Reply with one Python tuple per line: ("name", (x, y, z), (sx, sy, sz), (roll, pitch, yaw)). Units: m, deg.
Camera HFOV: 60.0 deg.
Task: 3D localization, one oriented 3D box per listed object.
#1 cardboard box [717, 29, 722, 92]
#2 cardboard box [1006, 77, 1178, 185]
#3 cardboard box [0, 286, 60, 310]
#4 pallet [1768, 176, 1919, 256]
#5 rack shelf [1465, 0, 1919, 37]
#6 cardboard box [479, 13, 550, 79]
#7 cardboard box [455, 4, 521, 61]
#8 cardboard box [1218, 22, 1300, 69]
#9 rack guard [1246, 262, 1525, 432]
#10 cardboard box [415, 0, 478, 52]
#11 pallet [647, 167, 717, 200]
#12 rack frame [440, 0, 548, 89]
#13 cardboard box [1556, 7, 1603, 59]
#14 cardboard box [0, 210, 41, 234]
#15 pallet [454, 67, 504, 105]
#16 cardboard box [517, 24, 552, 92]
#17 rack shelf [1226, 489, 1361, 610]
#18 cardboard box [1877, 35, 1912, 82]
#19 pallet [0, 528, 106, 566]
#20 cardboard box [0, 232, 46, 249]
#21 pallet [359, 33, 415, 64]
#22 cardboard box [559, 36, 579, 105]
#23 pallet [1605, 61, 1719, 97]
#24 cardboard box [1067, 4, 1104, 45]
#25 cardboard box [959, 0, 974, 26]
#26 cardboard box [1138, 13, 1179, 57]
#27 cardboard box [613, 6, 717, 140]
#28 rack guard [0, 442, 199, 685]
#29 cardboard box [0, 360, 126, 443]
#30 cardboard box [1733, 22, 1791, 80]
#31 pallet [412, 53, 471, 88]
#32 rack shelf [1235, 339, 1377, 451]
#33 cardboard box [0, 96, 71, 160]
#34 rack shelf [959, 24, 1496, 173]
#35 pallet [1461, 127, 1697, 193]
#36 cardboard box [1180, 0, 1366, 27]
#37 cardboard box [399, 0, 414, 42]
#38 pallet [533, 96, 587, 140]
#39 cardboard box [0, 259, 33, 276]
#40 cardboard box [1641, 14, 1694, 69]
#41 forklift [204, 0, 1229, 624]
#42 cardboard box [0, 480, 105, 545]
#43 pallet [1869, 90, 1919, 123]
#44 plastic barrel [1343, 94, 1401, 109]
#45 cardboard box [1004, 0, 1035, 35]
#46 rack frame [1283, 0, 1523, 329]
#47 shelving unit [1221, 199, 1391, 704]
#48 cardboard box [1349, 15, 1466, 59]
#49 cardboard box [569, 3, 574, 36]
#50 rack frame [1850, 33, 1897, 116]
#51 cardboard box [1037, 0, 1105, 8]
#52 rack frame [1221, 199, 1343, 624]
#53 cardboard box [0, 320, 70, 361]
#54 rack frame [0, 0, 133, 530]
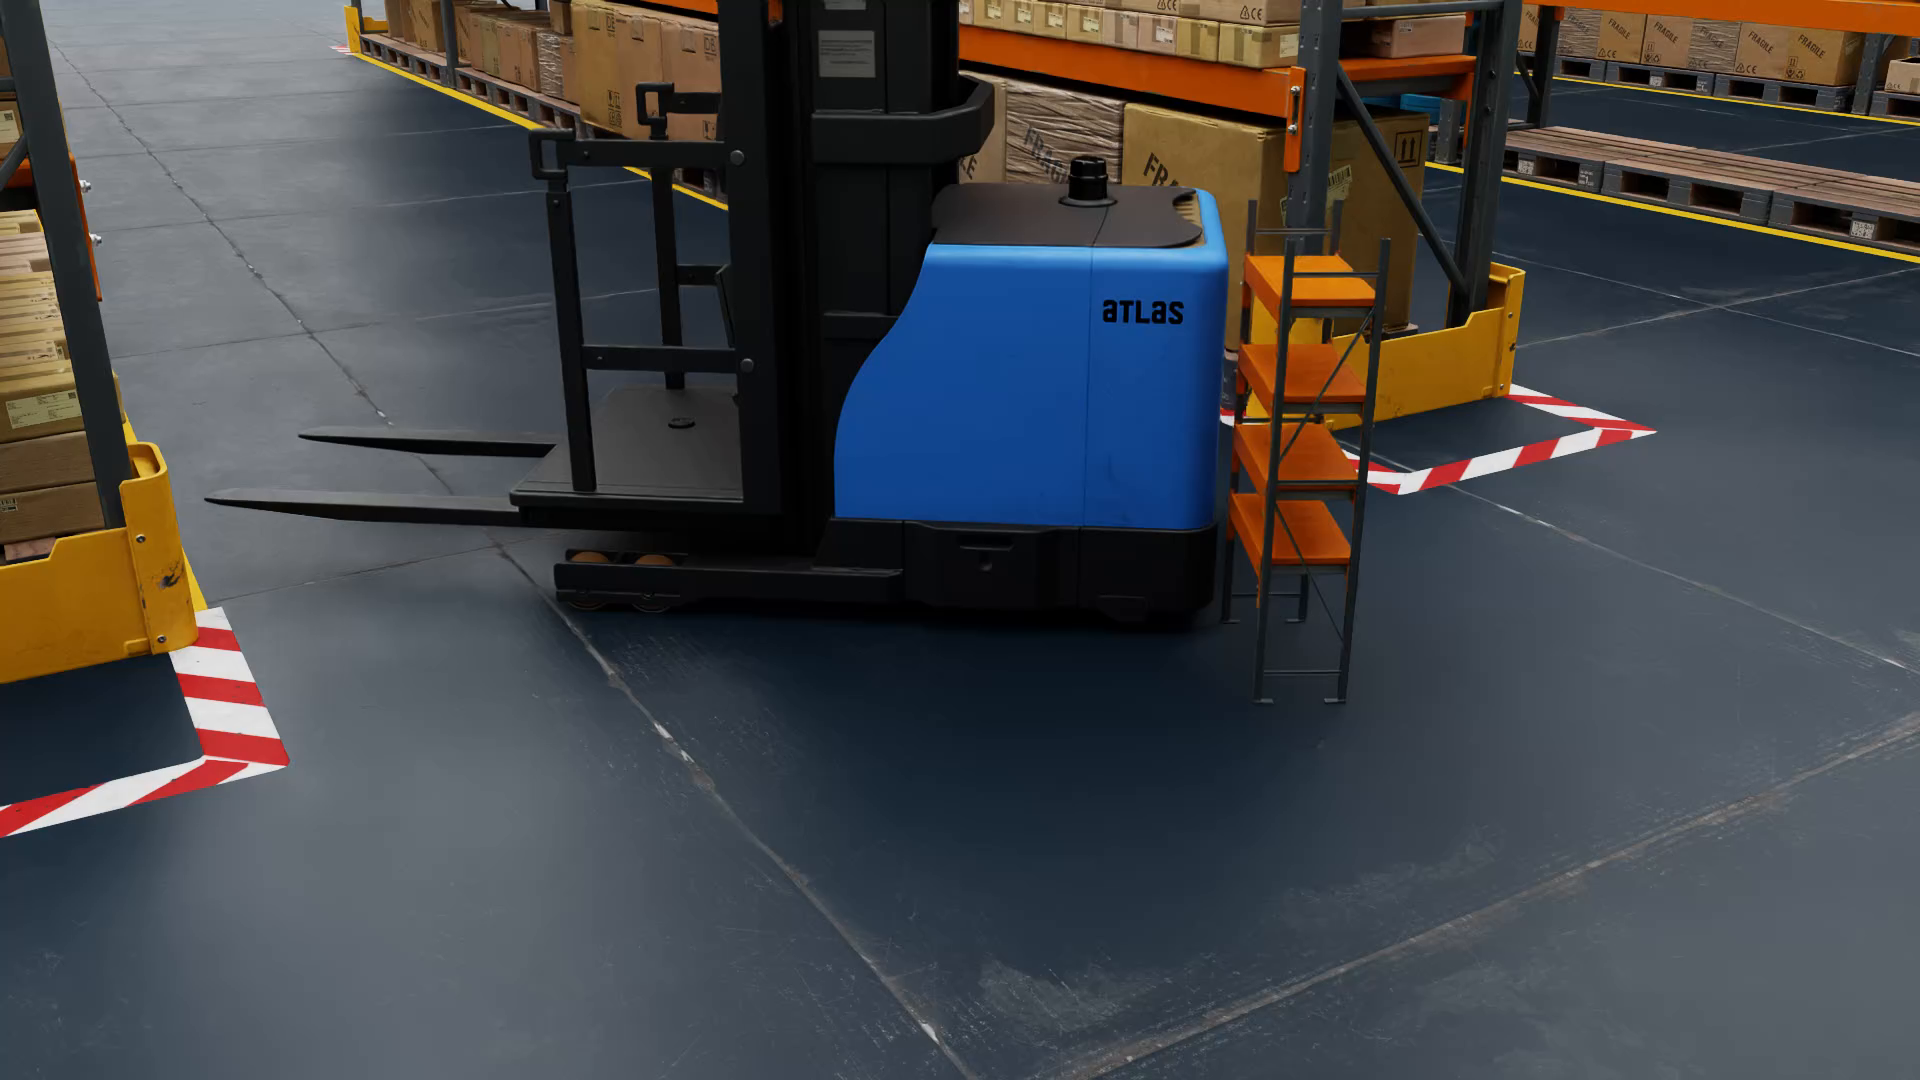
("cardboard box", (-0.719, -2.648, 10.105), (1.225, 0.875, 0.875), (-13, 25, -28))
("cardboard box", (0.808, -1.636, 7.616), (0.875, 0.875, 0.875), (-13, 25, -28))
("cardboard box", (-3.217, -0.730, 5.563), (0.380, 0.149, 0.250), (-12, 25, -26))
("pallet", (5.538, -1.874, 9.643), (1.003, 0.211, 1.213), (-13, 25, -28))
("rack shelf", (4.905, -3.206, 10.171), (1.077, 0.370, 4.000), (-13, 25, -28))
("cardboard box", (-3.939, -4.509, 15.155), (0.700, 0.500, 0.500), (-13, 25, -29))
("cardboard box", (-4.632, -4.997, 16.385), (0.500, 0.500, 0.500), (-13, 26, -30))
("cardboard box", (1.203, -1.875, 6.274), (0.380, 0.149, 0.250), (-12, 25, -27))
("rack guard", (1.680, -0.773, 6.550), (1.175, 0.500, 0.348), (-13, 25, -28))
("cardboard box", (-5.315, -5.367, 17.294), (0.500, 0.500, 0.500), (-15, 27, -33))
("pallet", (-1.461, -2.573, 11.361), (1.003, 0.211, 1.213), (-13, 25, -28))
("rack frame", (-4.462, -5.824, 15.656), (1.000, 3.000, 0.127), (-13, 25, -28))
("cardboard box", (6.359, -5.108, 16.631), (0.500, 0.500, 0.500), (-14, 26, -30))
("cardboard box", (-3.987, -1.243, 6.823), (0.380, 0.149, 0.250), (-13, 25, -29))
("pallet", (-4.063, -4.280, 15.561), (1.003, 0.211, 1.213), (-13, 25, -28))
("cardboard box", (-3.368, -4.147, 14.266), (0.700, 0.500, 0.500), (-10, 24, -24))
("rack shelf", (0.868, 0.016, 4.384), (0.258, 0.148, 0.480), (0, 22, -1))
("cardboard box", (8.106, -4.387, 14.857), (0.500, 0.500, 0.500), (-14, 26, -31))
("pallet", (-3.071, -0.020, 5.081), (1.003, 0.211, 1.213), (-13, 25, -28))
("cardboard box", (-3.704, -1.074, 6.408), (0.380, 0.149, 0.250), (-14, 26, -31))
("pallet", (-6.081, -5.532, 18.642), (1.003, 0.211, 1.213), (-13, 25, -28))
("cardboard box", (-2.778, -3.788, 13.382), (0.700, 0.500, 0.500), (-14, 26, -31))
("pallet", (7.068, -4.498, 16.097), (1.003, 0.211, 1.213), (-13, 25, -28))
("cardboard box", (0.680, -2.205, 7.086), (0.380, 0.149, 0.250), (-13, 26, -29))
("cardboard box", (0.153, -2.538, 7.906), (0.380, 0.149, 0.250), (-12, 25, -28))
("cardboard box", (0.941, -2.040, 6.681), (0.380, 0.149, 0.250), (-13, 25, -28))
("cardboard box", (-1.635, -3.222, 11.518), (1.225, 0.875, 0.875), (-13, 25, -28))
("rack guard", (-2.686, 0.116, 4.363), (1.175, 0.500, 0.348), (-13, 25, -28))
("cardboard box", (-2.623, -0.402, 4.756), (0.380, 0.149, 0.250), (-14, 26, -31))
("cardboard box", (7.399, -4.450, 15.012), (0.500, 0.500, 0.500), (-13, 25, -28))
("pallet", (-4.835, -4.742, 16.699), (1.003, 0.211, 1.213), (-13, 25, -28))
("rack shelf", (0.868, -0.375, 4.225), (0.258, 0.148, 0.480), (0, 22, -1))
("cardboard box", (-2.531, -1.069, 4.292), (0.380, 0.149, 0.250), (-13, 25, -29))
("rack shelf", (0.647, -2.253, 7.827), (1.077, 0.370, 4.000), (-13, 25, -28))
("pallet", (4.292, -2.664, 11.586), (1.003, 0.211, 1.213), (-13, 25, -28))
("cardboard box", (1.192, -2.113, 6.331), (0.500, 0.250, 0.500), (-13, 26, -29))
("cardboard box", (-5.865, -5.763, 18.268), (0.500, 0.500, 0.500), (-6, 23, -14))
("pallet", (-2.816, -3.490, 13.618), (1.003, 0.211, 1.213), (-13, 25, -28))
("cardboard box", (-3.523, -0.887, 5.949), (0.380, 0.149, 0.250), (-13, 25, -28))
("cardboard box", (6.882, -4.777, 15.816), (0.500, 0.500, 0.500), (-14, 26, -30))
("forklift", (-0.747, -1.341, 4.719), (3.031, 2.935, 1.130), (2, 22, 5))
("cardboard box", (-2.640, -0.123, 4.858), (0.380, 0.149, 0.250), (-12, 25, -27))
("pallet", (8.493, -3.624, 13.947), (1.003, 0.211, 1.213), (-13, 25, -28))
("plastic barrel", (3.258, -3.818, 12.949), (0.600, 0.901, 0.708), (-13, 25, -28))
("cardboard box", (0.423, -2.370, 7.491), (0.380, 0.149, 0.250), (-12, 25, -27))
("rack frame", (1.668, -1.939, 6.099), (1.000, 3.000, 0.127), (-13, 25, -28))
("shelving unit", (0.868, -0.230, 4.284), (0.258, 1.200, 0.503), (0, 22, -1))
("cardboard box", (1.771, -2.001, 6.585), (0.380, 0.149, 0.250), (-12, 25, -28))
("cardboard box", (-2.786, -4.133, 13.236), (0.500, 0.250, 0.500), (-11, 25, -26))
("rack frame", (8.143, -5.138, 13.969), (1.000, 3.000, 0.127), (-13, 25, -28))
("cardboard box", (0.674, -2.442, 7.141), (0.500, 0.250, 0.500), (-14, 26, -30))
("rack frame", (0.865, -0.322, 4.510), (0.240, 1.200, 0.015), (0, 22, -1))
("cardboard box", (-2.886, -0.574, 5.180), (0.380, 0.149, 0.250), (-13, 25, -28))
("rack frame", (-2.647, -1.018, 3.832), (1.000, 3.000, 0.127), (-13, 25, -28))
